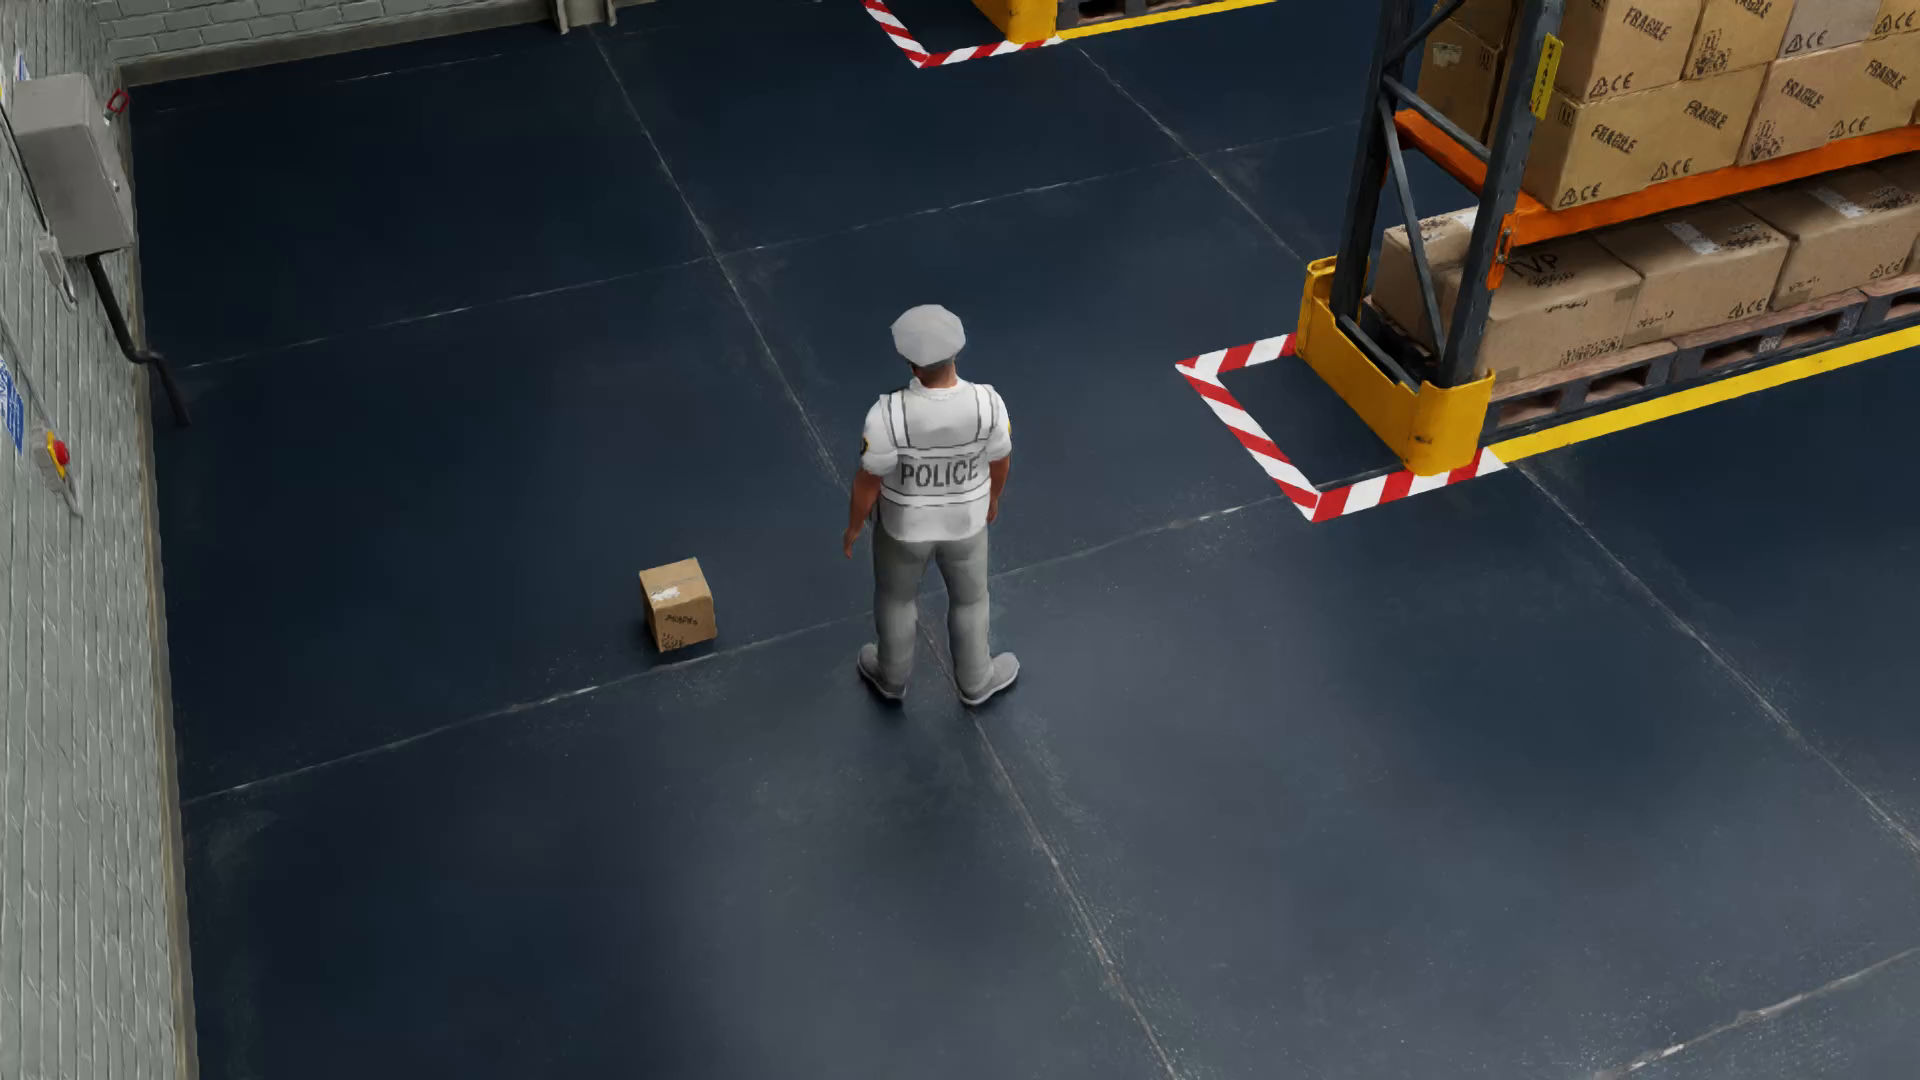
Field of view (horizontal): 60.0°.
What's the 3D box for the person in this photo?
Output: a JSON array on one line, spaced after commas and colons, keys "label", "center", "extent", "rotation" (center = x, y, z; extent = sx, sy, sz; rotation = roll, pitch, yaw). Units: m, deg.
[{"label": "person", "center": [-0.100, -0.097, 6.221], "extent": [0.691, 1.770, 0.398], "rotation": [-6, 42, -7]}]
